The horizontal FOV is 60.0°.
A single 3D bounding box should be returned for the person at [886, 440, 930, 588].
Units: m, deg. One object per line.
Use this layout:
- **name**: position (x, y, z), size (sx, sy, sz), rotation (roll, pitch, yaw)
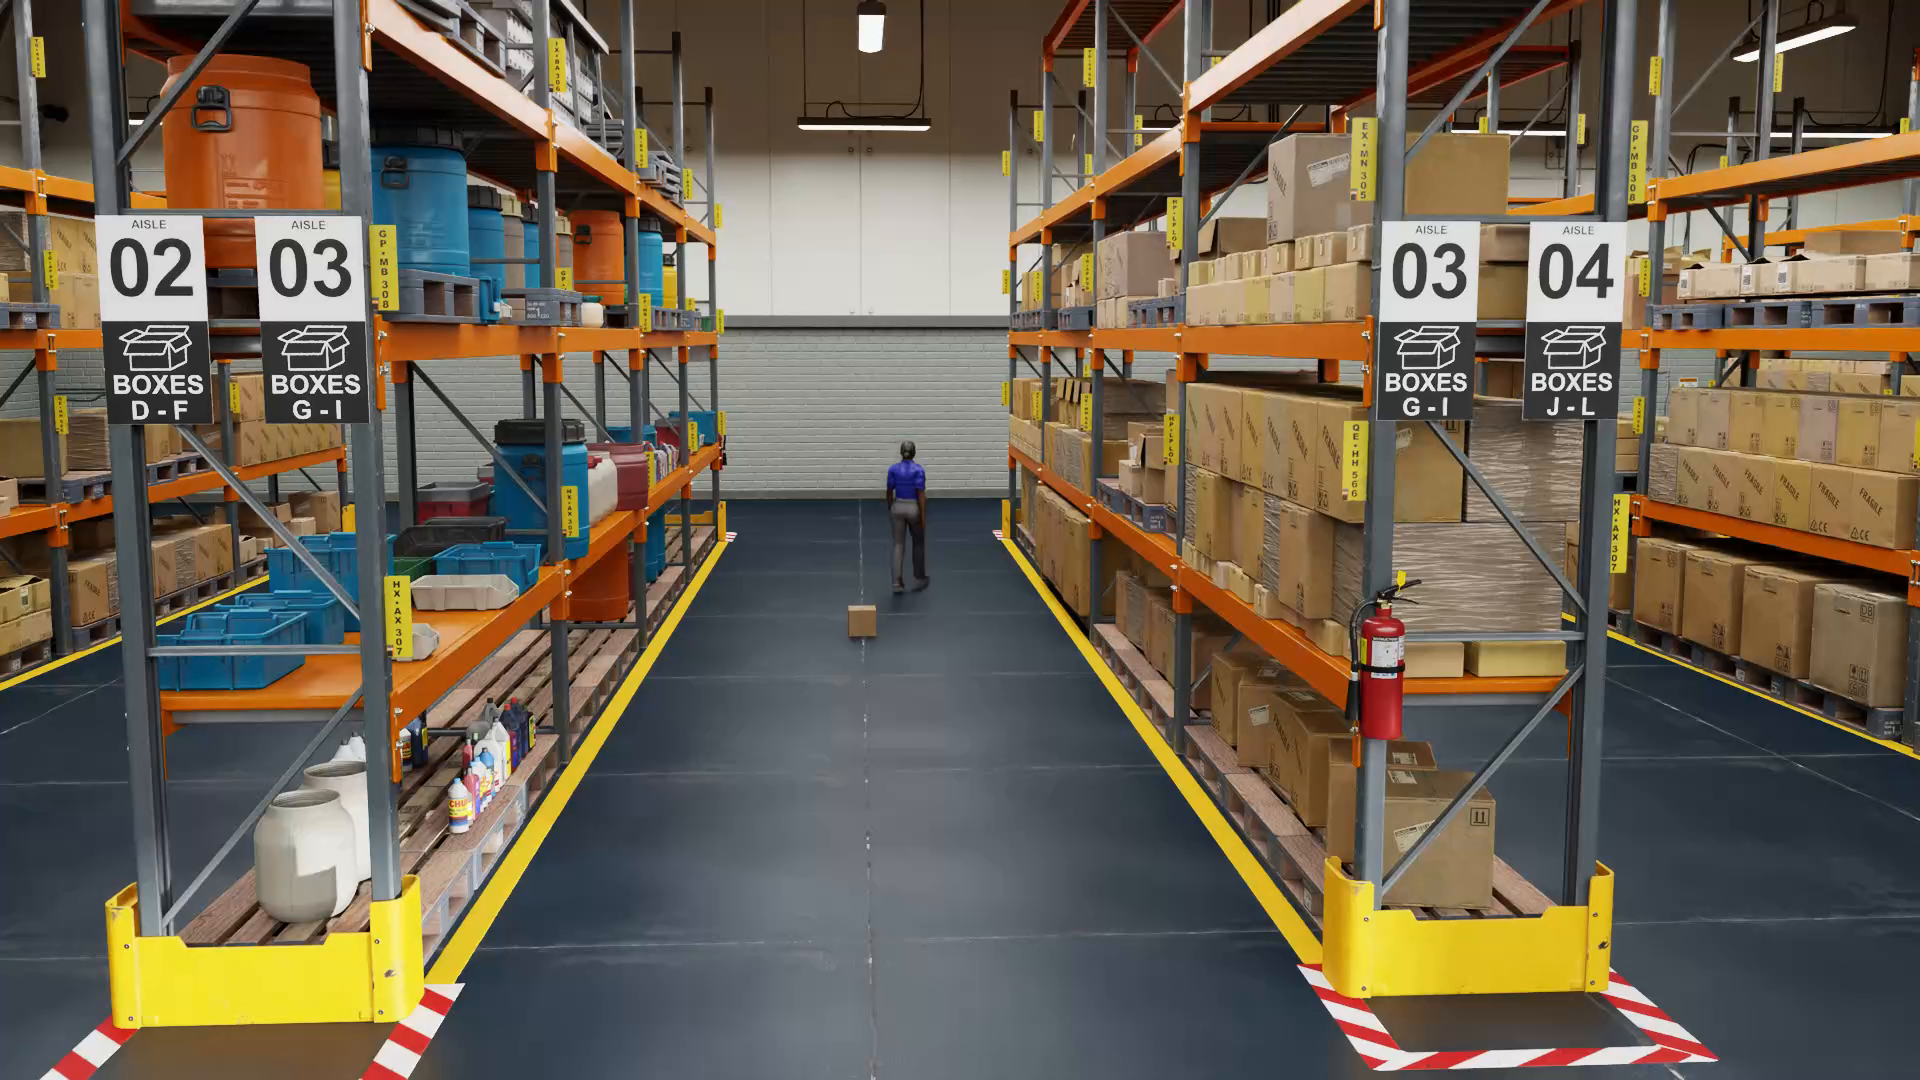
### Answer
- **person**: position (-0.574, -0.300, 18.172), size (0.475, 1.594, 0.991), rotation (1, 7, 9)
